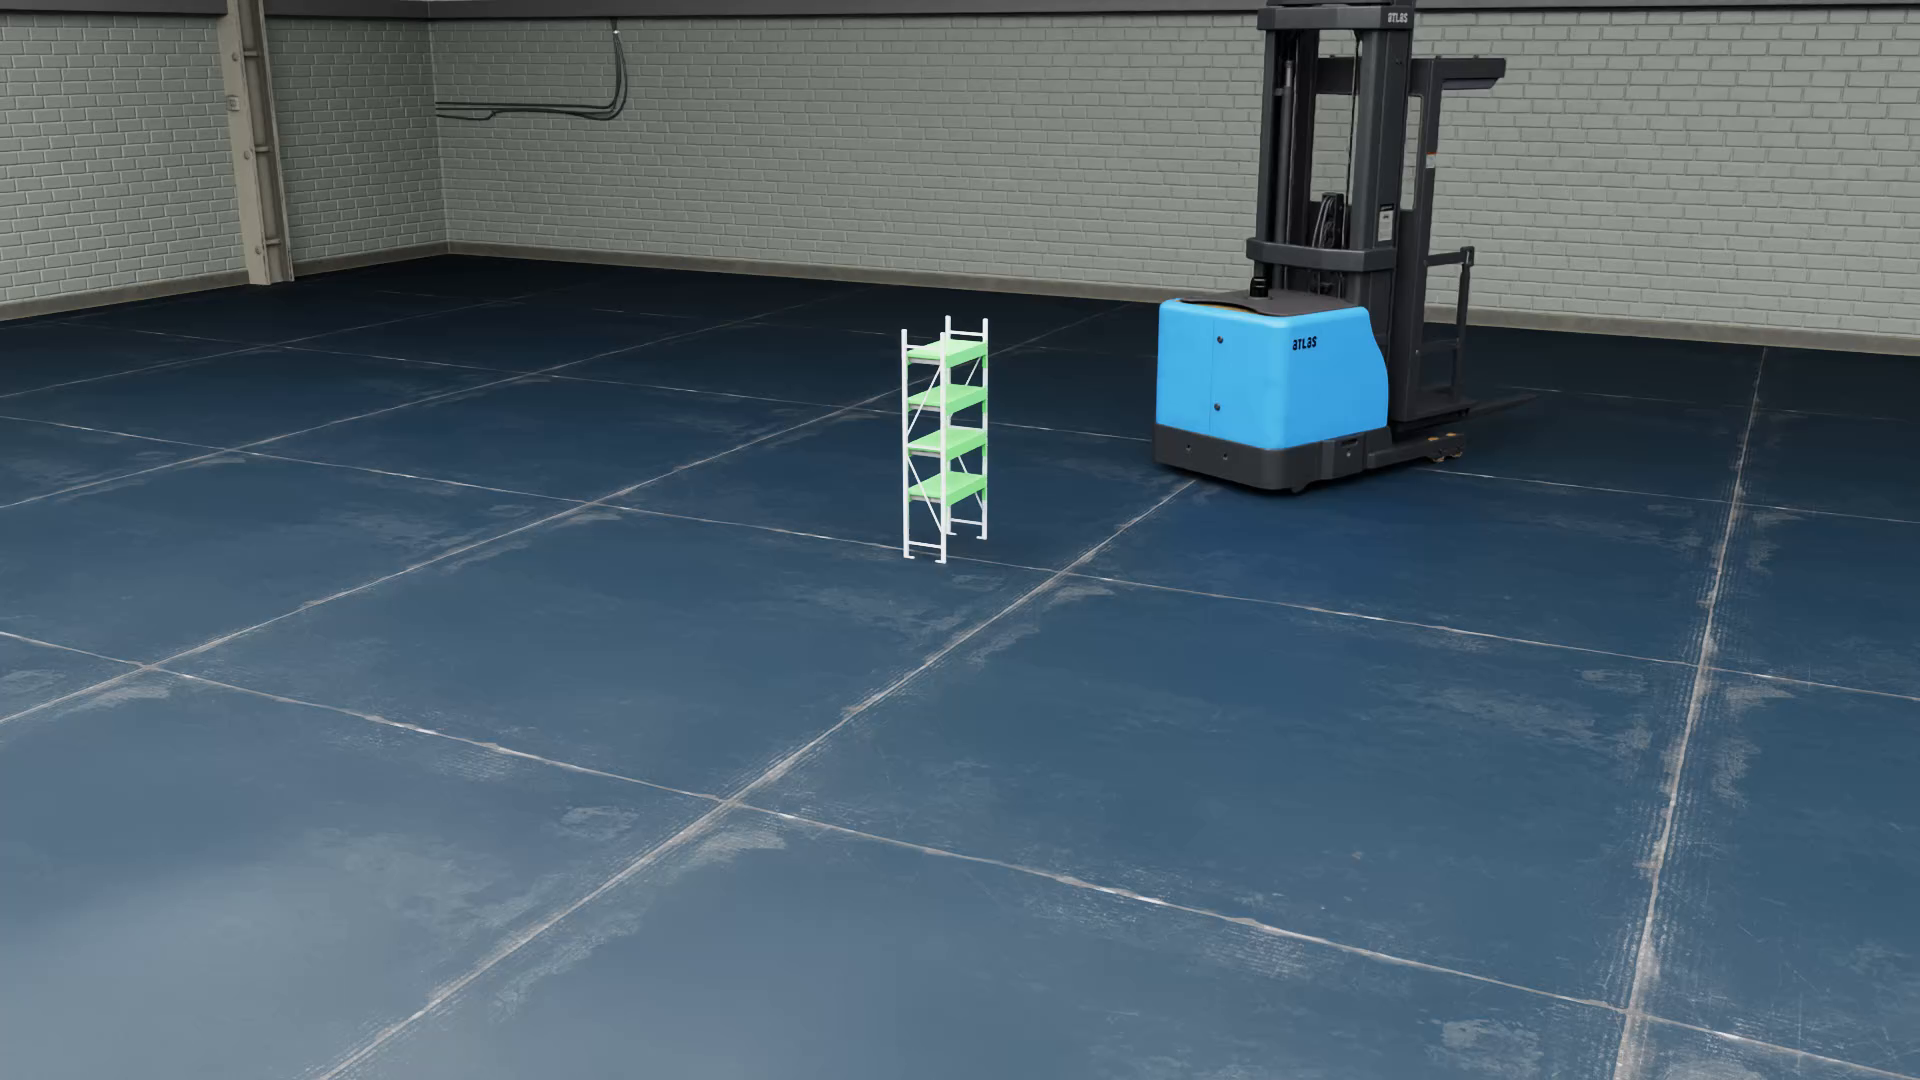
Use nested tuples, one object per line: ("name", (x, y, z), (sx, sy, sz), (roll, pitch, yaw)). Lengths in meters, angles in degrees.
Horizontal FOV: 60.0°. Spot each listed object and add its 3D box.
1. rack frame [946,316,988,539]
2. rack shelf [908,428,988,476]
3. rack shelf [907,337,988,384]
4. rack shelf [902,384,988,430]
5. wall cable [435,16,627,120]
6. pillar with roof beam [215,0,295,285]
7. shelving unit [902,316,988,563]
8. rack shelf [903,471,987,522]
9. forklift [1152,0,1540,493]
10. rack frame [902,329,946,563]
("rack frame", (0.035, -0.595, 8.921), (0.240, 1.200, 0.015), (8, 18, 25))
("rack shelf", (-0.074, -0.472, 8.730), (0.258, 0.148, 0.480), (8, 18, 25))
("rack shelf", (-0.074, -0.932, 8.593), (0.258, 0.148, 0.480), (8, 18, 25))
("rack shelf", (-0.074, -0.702, 8.661), (0.258, 0.148, 0.480), (8, 18, 25))
("wall cable", (-5.322, -6.338, 20.011), (3.097, 2.526, 0.112), (8, 18, 25))
("pillar with roof beam", (-3.970, -6.696, 15.765), (9.100, 9.000, 0.400), (8, 18, 25))
("shelving unit", (-0.074, -0.533, 8.712), (0.258, 1.200, 0.503), (8, 18, 25))
("rack shelf", (-0.074, -0.242, 8.798), (0.258, 0.148, 0.480), (8, 18, 25))
("forklift", (2.675, -2.005, 10.627), (3.031, 2.935, 1.130), (-13, 21, -37))
("rack frame", (-0.183, -0.471, 8.502), (0.240, 1.200, 0.015), (8, 18, 25))
